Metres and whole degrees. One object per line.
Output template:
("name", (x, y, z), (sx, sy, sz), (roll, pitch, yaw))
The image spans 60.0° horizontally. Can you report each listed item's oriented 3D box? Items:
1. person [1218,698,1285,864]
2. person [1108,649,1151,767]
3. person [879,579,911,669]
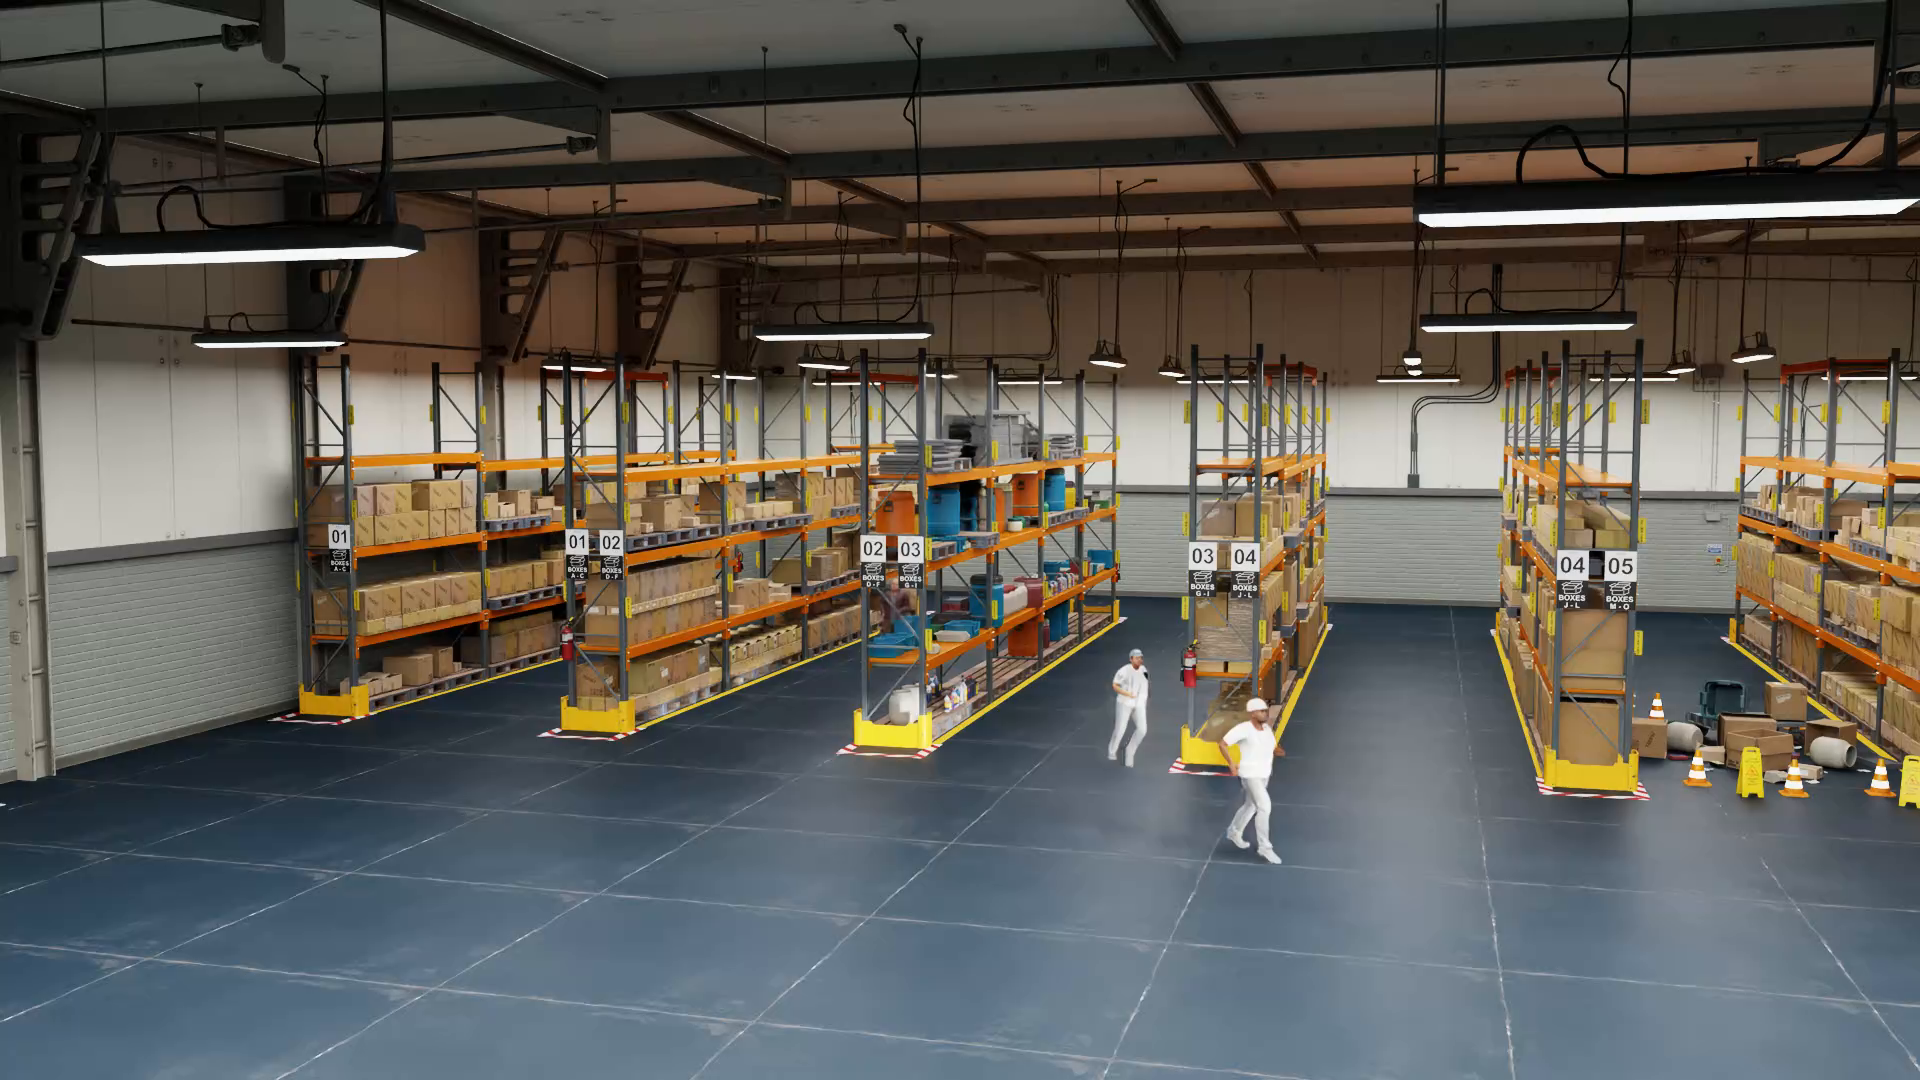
("person", (3.353, 2.689, 18.839), (0.808, 1.806, 0.693), (4, 6, 43))
("person", (2.469, 2.399, 23.883), (0.636, 1.679, 0.677), (-1, 4, -17))
("person", (-1.308, 1.665, 32.874), (0.679, 1.810, 0.795), (1, 4, 8))
